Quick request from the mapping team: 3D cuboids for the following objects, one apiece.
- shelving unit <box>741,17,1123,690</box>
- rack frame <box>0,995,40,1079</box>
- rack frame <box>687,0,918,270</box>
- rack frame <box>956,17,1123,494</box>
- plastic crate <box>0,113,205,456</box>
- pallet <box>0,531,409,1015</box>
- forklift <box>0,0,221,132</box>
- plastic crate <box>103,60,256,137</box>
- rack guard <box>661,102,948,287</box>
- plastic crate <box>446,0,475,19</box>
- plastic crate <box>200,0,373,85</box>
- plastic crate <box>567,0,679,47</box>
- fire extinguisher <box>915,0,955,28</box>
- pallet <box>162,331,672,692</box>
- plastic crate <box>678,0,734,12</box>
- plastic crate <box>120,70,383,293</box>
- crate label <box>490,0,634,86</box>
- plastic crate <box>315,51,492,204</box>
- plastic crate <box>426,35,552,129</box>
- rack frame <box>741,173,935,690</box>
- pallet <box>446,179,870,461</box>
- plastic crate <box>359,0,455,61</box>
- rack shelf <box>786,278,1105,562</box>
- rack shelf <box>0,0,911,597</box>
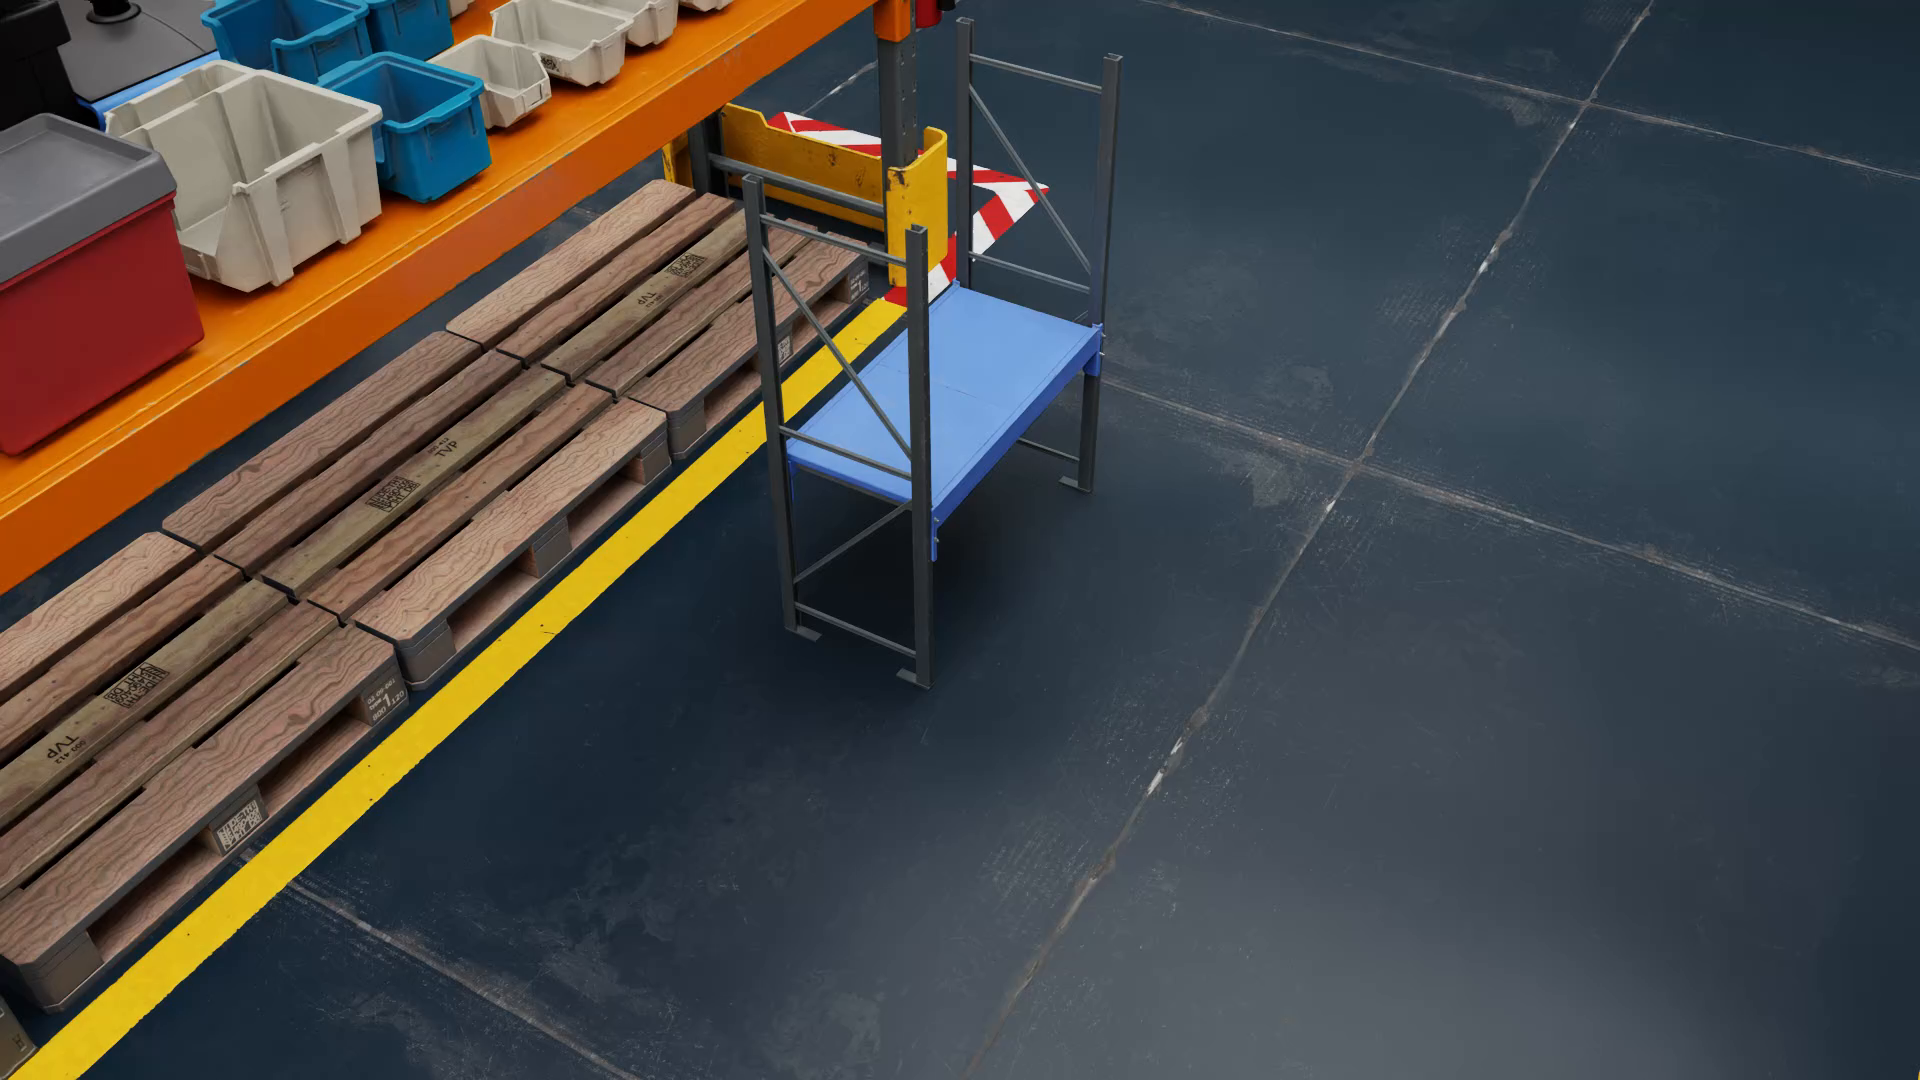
[{"bbox_3d":[-0.043,-0.514,4.699,0.538,1.500,1.048,21,45,22],"label":"shelving unit"},{"bbox_3d":[-2.619,-0.059,3.048,1.000,3.000,0.127,21,45,22],"label":"rack frame"},{"bbox_3d":[-0.617,-2.348,5.647,1.000,3.000,0.127,21,45,22],"label":"rack frame"},{"bbox_3d":[0.212,-0.805,5.029,0.500,1.500,0.032,21,45,22],"label":"rack frame"},{"bbox_3d":[-1.955,-0.534,3.493,0.402,0.464,0.583,21,45,22],"label":"plastic crate"},{"bbox_3d":[-2.284,0.554,4.462,1.003,0.211,1.213,21,45,22],"label":"pallet"},{"bbox_3d":[-3.487,-1.435,4.662,1.130,2.935,3.031,25,47,26],"label":"forklift"},{"bbox_3d":[-2.007,-1.079,4.359,0.293,0.136,0.466,21,45,22],"label":"plastic crate"},{"bbox_3d":[-0.616,-1.428,6.493,1.175,0.500,0.348,21,45,22],"label":"rack guard"},{"bbox_3d":[-1.597,-1.695,5.059,0.250,0.136,0.298,21,45,22],"label":"plastic crate"},{"bbox_3d":[-1.835,-1.350,4.595,0.416,0.233,0.300,21,45,22],"label":"plastic crate"},{"bbox_3d":[-1.026,-1.584,4.933,0.396,0.136,0.243,21,45,22],"label":"plastic crate"},{"bbox_3d":[-0.148,-2.115,5.723,0.296,0.674,0.183,21,45,22],"label":"fire extinguisher"},{"bbox_3d":[-1.675,-0.147,5.257,1.003,0.211,1.213,21,45,22],"label":"pallet"},{"bbox_3d":[-0.868,-1.745,5.116,0.396,0.136,0.243,21,45,22],"label":"plastic crate"},{"bbox_3d":[-1.695,-0.850,3.990,0.437,0.282,0.530,21,45,22],"label":"plastic crate"},{"bbox_3d":[-1.144,-1.417,4.743,0.396,0.136,0.243,21,45,22],"label":"crate label"},{"bbox_3d":[-1.423,-1.048,4.252,0.416,0.233,0.300,21,45,22],"label":"plastic crate"},{"bbox_3d":[-1.276,-1.241,4.544,0.298,0.136,0.250,21,45,22],"label":"plastic crate"},{"bbox_3d":[-0.297,-0.223,4.369,0.500,1.500,0.032,21,45,22],"label":"rack frame"},{"bbox_3d":[-1.063,-0.843,6.047,1.003,0.211,1.213,21,45,22],"label":"pallet"},{"bbox_3d":[-1.684,-1.522,4.790,0.416,0.233,0.300,21,45,22],"label":"plastic crate"},{"bbox_3d":[-0.043,-0.379,4.818,0.538,0.185,1.000,21,45,22],"label":"rack shelf"},{"bbox_3d":[-1.618,-0.934,4.585,1.077,0.370,4.000,21,45,22],"label":"rack shelf"}]
